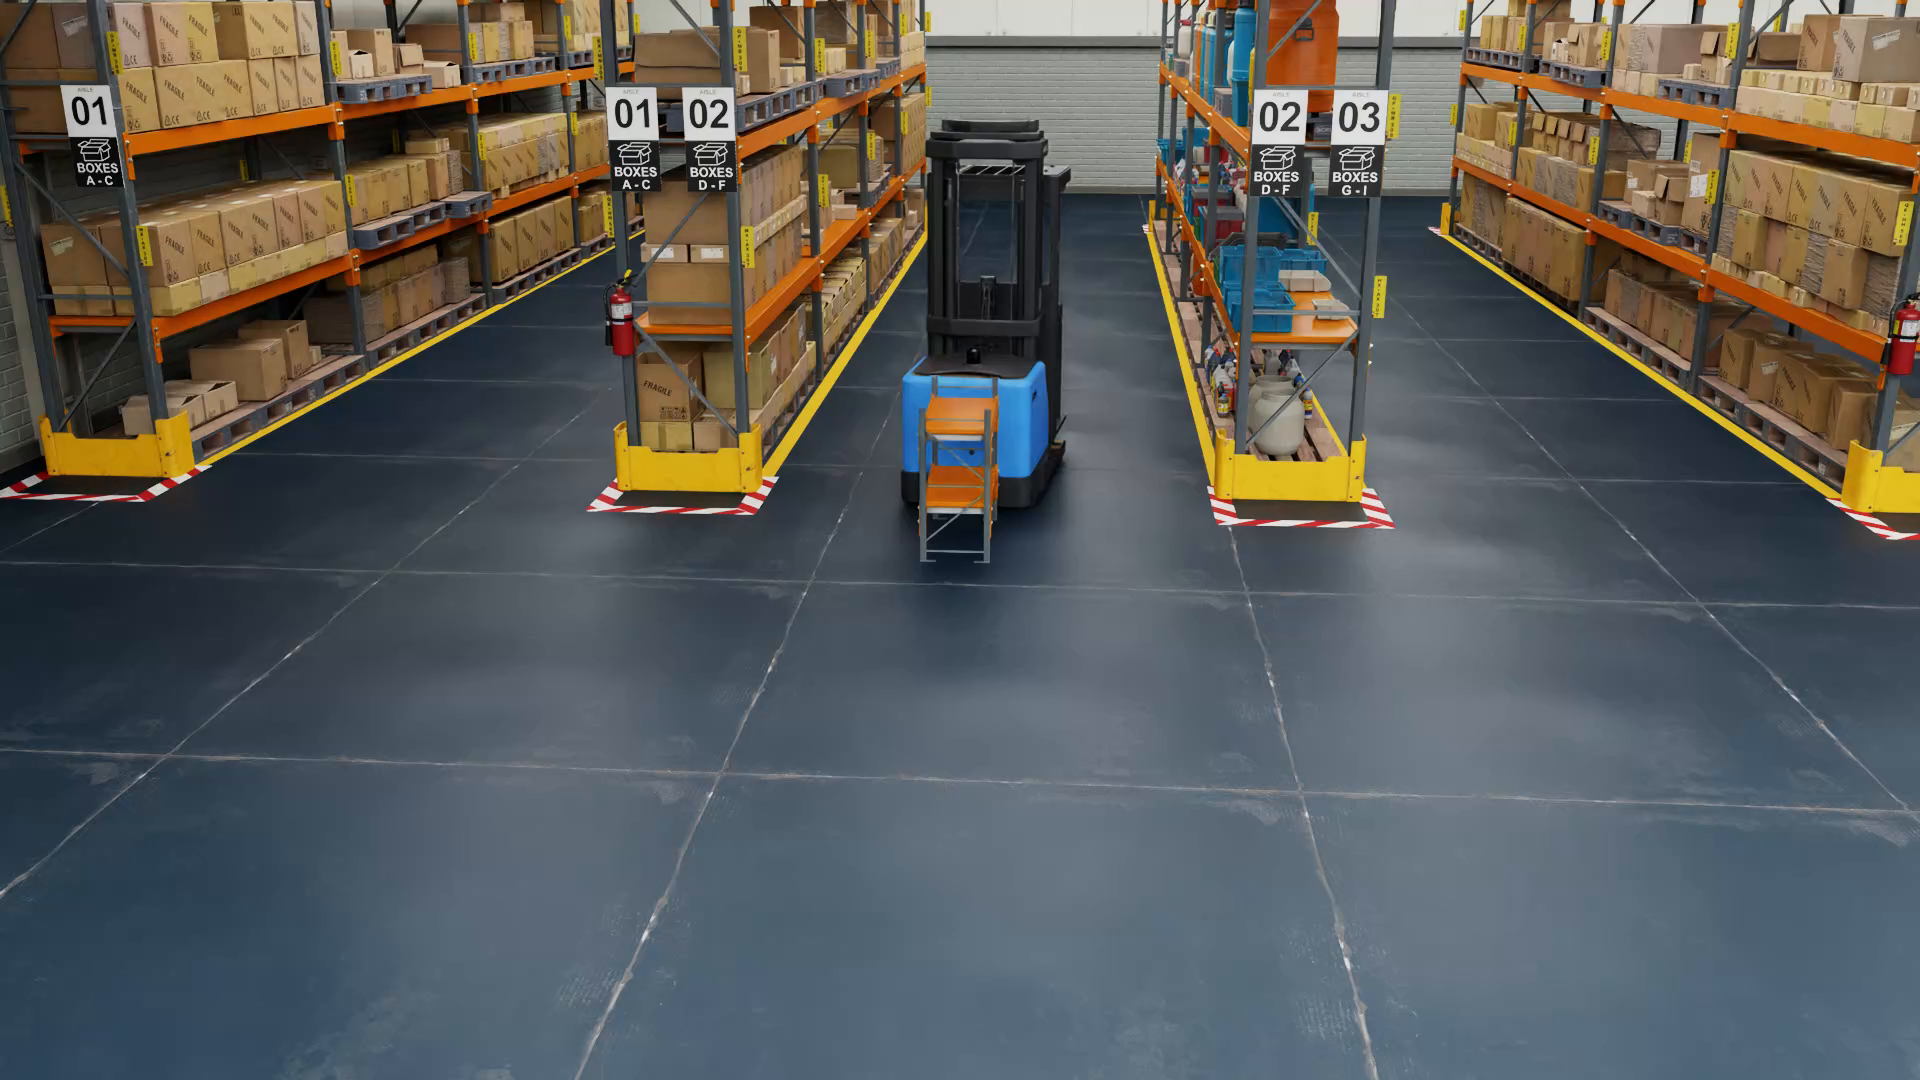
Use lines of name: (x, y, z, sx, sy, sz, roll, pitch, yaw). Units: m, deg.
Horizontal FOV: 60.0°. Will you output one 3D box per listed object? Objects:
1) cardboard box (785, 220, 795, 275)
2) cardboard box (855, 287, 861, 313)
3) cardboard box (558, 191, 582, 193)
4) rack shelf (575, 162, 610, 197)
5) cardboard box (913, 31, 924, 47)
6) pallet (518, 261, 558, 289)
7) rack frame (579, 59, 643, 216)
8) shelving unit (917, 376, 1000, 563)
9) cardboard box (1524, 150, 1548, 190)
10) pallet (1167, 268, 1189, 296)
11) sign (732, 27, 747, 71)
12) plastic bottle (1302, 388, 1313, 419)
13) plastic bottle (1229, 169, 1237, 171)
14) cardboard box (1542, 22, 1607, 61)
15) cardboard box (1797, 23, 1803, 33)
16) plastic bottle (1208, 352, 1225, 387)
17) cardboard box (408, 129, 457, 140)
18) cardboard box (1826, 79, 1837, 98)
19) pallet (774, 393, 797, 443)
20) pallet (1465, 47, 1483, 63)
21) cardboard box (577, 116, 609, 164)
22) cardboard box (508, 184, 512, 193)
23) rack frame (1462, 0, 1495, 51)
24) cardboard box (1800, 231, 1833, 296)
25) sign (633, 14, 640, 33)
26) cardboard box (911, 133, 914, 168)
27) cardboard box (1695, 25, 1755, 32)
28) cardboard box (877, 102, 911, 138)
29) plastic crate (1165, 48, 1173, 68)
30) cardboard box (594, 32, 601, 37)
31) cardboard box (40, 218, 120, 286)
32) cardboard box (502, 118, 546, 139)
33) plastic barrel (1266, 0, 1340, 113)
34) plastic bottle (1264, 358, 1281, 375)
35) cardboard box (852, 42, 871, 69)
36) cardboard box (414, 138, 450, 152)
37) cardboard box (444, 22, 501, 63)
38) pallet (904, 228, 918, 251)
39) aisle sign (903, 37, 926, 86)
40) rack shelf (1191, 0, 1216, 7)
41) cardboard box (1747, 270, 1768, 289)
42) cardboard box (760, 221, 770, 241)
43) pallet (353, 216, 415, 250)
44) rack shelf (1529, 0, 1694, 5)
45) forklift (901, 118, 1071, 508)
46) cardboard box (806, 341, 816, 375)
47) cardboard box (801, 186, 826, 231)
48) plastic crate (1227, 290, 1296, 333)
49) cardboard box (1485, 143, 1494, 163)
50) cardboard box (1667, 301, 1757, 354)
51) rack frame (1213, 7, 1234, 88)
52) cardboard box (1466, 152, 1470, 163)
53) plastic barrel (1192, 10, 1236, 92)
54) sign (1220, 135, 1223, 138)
cardboard box: (-2.004, -2.872, 16.209, 0.700, 0.500, 0.500, 1, 18, 3)
cardboard box: (-1.489, -2.932, 20.296, 0.500, 0.250, 0.500, 1, 18, 3)
cardboard box: (-6.295, -5.553, 26.852, 0.380, 0.149, 0.250, 1, 18, 4)
rack shelf: (-6.172, -5.999, 27.070, 1.077, 0.370, 4.000, 1, 18, 4)
cardboard box: (-0.870, -8.280, 27.494, 0.500, 0.250, 0.500, 1, 18, 4)
pallet: (-6.380, -3.774, 23.601, 1.003, 0.211, 1.213, 1, 18, 4)
rack frame: (-6.028, -6.962, 28.854, 1.000, 3.000, 0.127, 1, 18, 4)
shelving unit: (0.000, -0.537, 12.254, 0.538, 1.125, 1.048, 1, 18, 4)
cardboard box: (8.189, -5.142, 23.139, 0.500, 0.500, 0.500, 1, 18, 4)
pallet: (3.385, -3.555, 22.934, 1.003, 0.211, 1.213, 1, 18, 4)
sign: (-1.681, -3.748, 12.696, 0.100, 0.325, 0.005, 1, 18, 4)
plastic bottle: (3.147, -1.241, 15.067, 0.097, 0.271, 0.097, 0, 18, 0)
plastic bottle: (3.798, -5.040, 23.187, 0.152, 0.276, 0.135, 1, 18, 4)
cardboard box: (8.475, -6.881, 22.952, 0.700, 0.500, 0.500, 2, 18, 5)
cardboard box: (13.354, -8.013, 26.040, 0.380, 0.149, 0.250, 1, 18, 4)
plastic bottle: (2.508, -1.665, 16.233, 0.144, 0.351, 0.185, 1, 18, 2)
cardboard box: (-6.828, -5.179, 21.537, 0.500, 0.250, 0.500, 2, 18, 5)
cardboard box: (7.521, -3.786, 13.944, 0.380, 0.149, 0.250, 0, 18, 1)
pallet: (-2.131, -1.175, 15.670, 1.003, 0.211, 1.213, 1, 18, 4)
pallet: (8.751, -7.783, 26.685, 1.003, 0.211, 1.213, 1, 18, 4)
cardboard box: (-6.160, -6.484, 26.911, 0.980, 0.700, 0.700, 0, 18, 1)
cardboard box: (-6.312, -4.785, 22.581, 0.380, 0.149, 0.250, 2, 18, 5)
rack frame: (8.793, -9.482, 26.908, 1.000, 3.000, 0.127, 1, 18, 4)
cardboard box: (7.708, -2.333, 14.087, 0.875, 0.500, 0.500, 1, 18, 4)
sign: (-5.488, -8.755, 28.211, 0.100, 0.325, 0.005, 1, 18, 4)
cardboard box: (-0.994, -6.125, 26.137, 0.500, 0.500, 0.500, 1, 18, 4)
cardboard box: (8.358, -5.390, 18.274, 0.500, 0.500, 0.500, 2, 18, 5)
cardboard box: (-1.023, -6.434, 25.474, 0.500, 0.500, 0.500, 1, 18, 2)
plastic crate: (3.386, -7.429, 25.651, 0.437, 0.282, 0.530, 1, 18, 4)
cardboard box: (-5.923, -7.848, 26.144, 0.500, 0.250, 0.500, 1, 18, 2)
cardboard box: (-7.354, -2.439, 14.053, 0.500, 0.500, 0.500, 1, 18, 3)
cardboard box: (-6.176, -5.807, 23.453, 0.500, 0.250, 0.500, 2, 18, 5)
plastic barrel: (2.614, -3.755, 12.884, 0.600, 0.830, 0.708, 1, 18, 4)
plastic bottle: (3.071, -1.659, 16.335, 0.152, 0.276, 0.135, 1, 18, 4)
cardboard box: (-1.627, -6.136, 21.354, 0.910, 0.500, 0.500, 1, 18, 4)
cardboard box: (-6.597, -4.935, 20.757, 0.380, 0.149, 0.250, -1, 18, -3)
cardboard box: (-6.586, -6.649, 22.213, 0.700, 0.500, 0.500, 2, 18, 7)
pallet: (-1.239, -4.879, 26.973, 1.003, 0.211, 1.213, 1, 18, 4)
aisle sign: (-0.777, -8.103, 28.159, 0.394, 0.787, 0.004, 1, 18, 4)
rack shelf: (3.136, -5.954, 17.941, 1.077, 0.370, 4.000, 1, 18, 4)
cardboard box: (7.529, -2.414, 15.377, 0.380, 0.149, 0.250, 1, 18, 4)
cardboard box: (-1.901, -2.757, 14.816, 0.380, 0.149, 0.250, 1, 18, 3)
pallet: (-6.689, -3.378, 18.224, 1.003, 0.211, 1.213, 1, 18, 4)
rack shelf: (8.363, -7.086, 21.395, 1.077, 0.370, 4.000, 1, 18, 4)
forklift: (0.319, -2.062, 14.009, 1.130, 2.935, 3.031, 3, 18, 10)
cardboard box: (-1.763, -1.870, 17.054, 0.500, 0.250, 0.500, 1, 18, 4)
cardboard box: (-1.803, -3.731, 18.831, 0.500, 0.500, 0.500, 1, 18, 4)
plastic crate: (2.443, -1.863, 13.532, 0.499, 0.251, 0.616, 1, 18, 4)
cardboard box: (8.347, -5.921, 25.438, 0.500, 0.250, 0.500, 2, 18, 5)
cardboard box: (8.051, -2.263, 17.820, 0.700, 0.500, 0.500, 1, 18, 4)
rack frame: (2.993, -5.865, 15.871, 1.000, 3.000, 0.127, 1, 18, 4)
cardboard box: (8.386, -6.168, 26.834, 0.380, 0.149, 0.250, 1, 18, 3)
plastic barrel: (3.004, -5.670, 19.288, 0.600, 0.901, 0.600, 0, 18, 0)
sign: (4.403, -6.812, 28.132, 0.100, 0.325, 0.005, 1, 18, 4)
